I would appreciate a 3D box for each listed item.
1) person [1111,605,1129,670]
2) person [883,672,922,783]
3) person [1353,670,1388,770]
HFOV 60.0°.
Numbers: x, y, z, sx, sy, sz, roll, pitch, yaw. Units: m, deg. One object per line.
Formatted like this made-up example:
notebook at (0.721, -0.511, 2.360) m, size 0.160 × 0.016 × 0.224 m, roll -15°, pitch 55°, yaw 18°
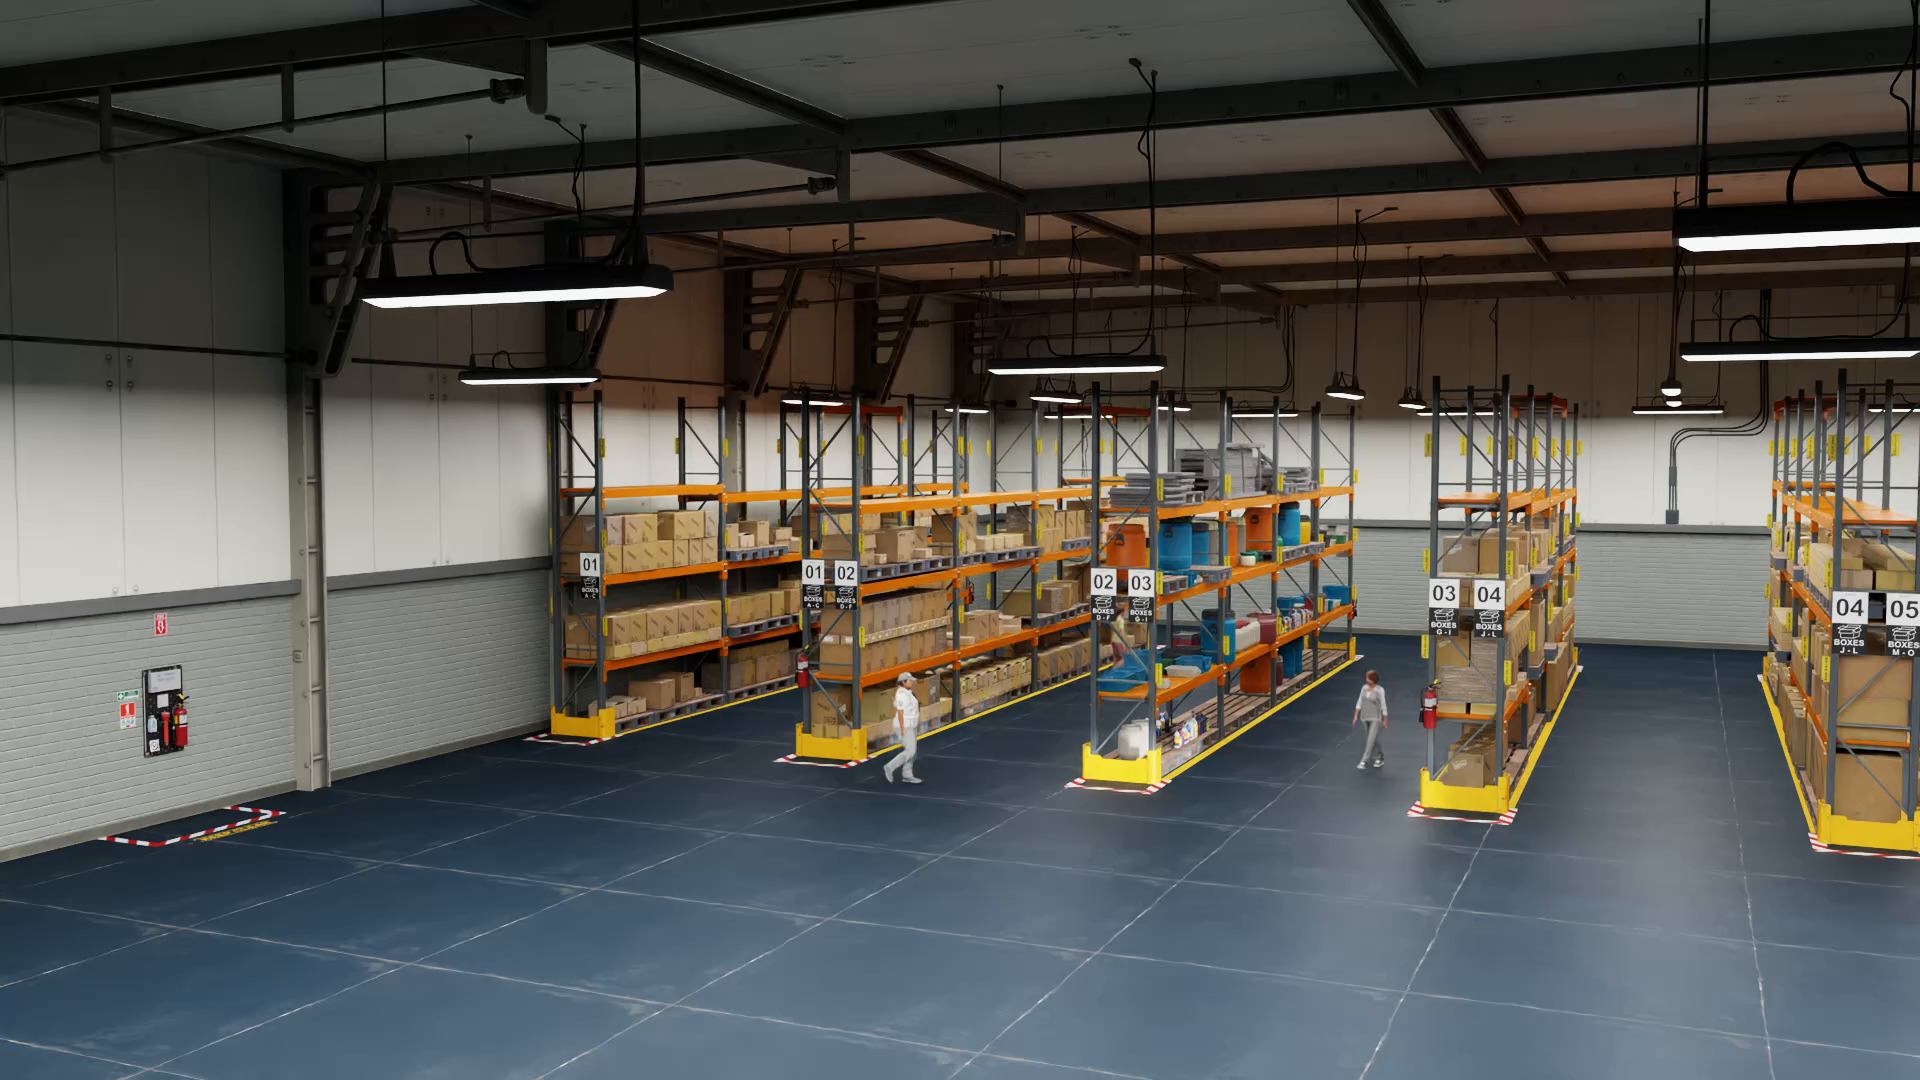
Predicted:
person at (3.318, 2.215, 35.312) m, size 0.499 × 1.671 × 0.497 m, roll -1°, pitch 3°, yaw -23°
person at (-0.849, 2.792, 24.724) m, size 0.547 × 1.655 × 0.518 m, roll 0°, pitch 3°, yaw 8°
person at (6.315, 2.789, 25.766) m, size 0.970 × 1.544 × 0.448 m, roll -3°, pitch 4°, yaw -40°
